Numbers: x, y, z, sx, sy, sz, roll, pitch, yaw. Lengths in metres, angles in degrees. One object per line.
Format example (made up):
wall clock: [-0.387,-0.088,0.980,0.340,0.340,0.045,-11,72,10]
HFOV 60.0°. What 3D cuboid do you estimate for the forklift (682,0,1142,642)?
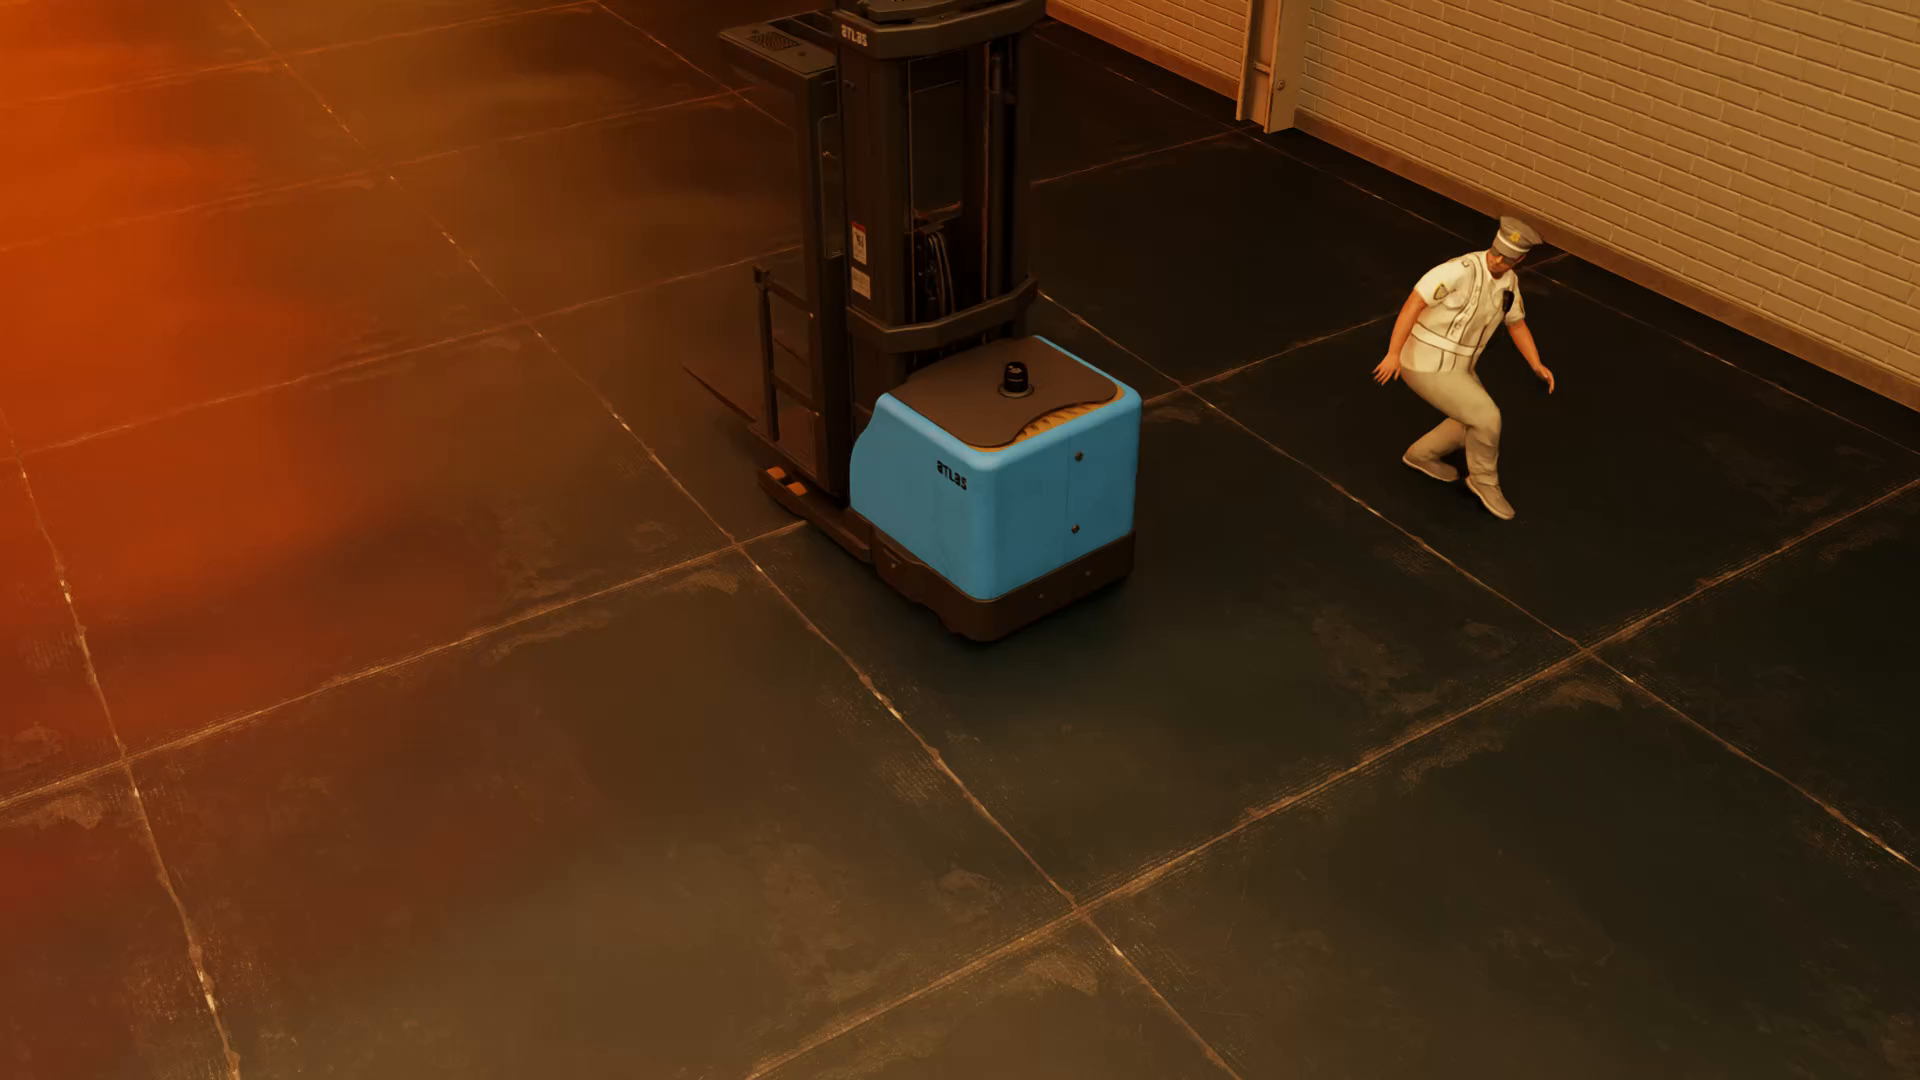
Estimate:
forklift: [-0.436,-1.500,8.283,1.130,2.935,3.031,-25,42,-31]

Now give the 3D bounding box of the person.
person: [2.658,-0.884,8.604,0.791,1.584,0.774,26,43,32]
